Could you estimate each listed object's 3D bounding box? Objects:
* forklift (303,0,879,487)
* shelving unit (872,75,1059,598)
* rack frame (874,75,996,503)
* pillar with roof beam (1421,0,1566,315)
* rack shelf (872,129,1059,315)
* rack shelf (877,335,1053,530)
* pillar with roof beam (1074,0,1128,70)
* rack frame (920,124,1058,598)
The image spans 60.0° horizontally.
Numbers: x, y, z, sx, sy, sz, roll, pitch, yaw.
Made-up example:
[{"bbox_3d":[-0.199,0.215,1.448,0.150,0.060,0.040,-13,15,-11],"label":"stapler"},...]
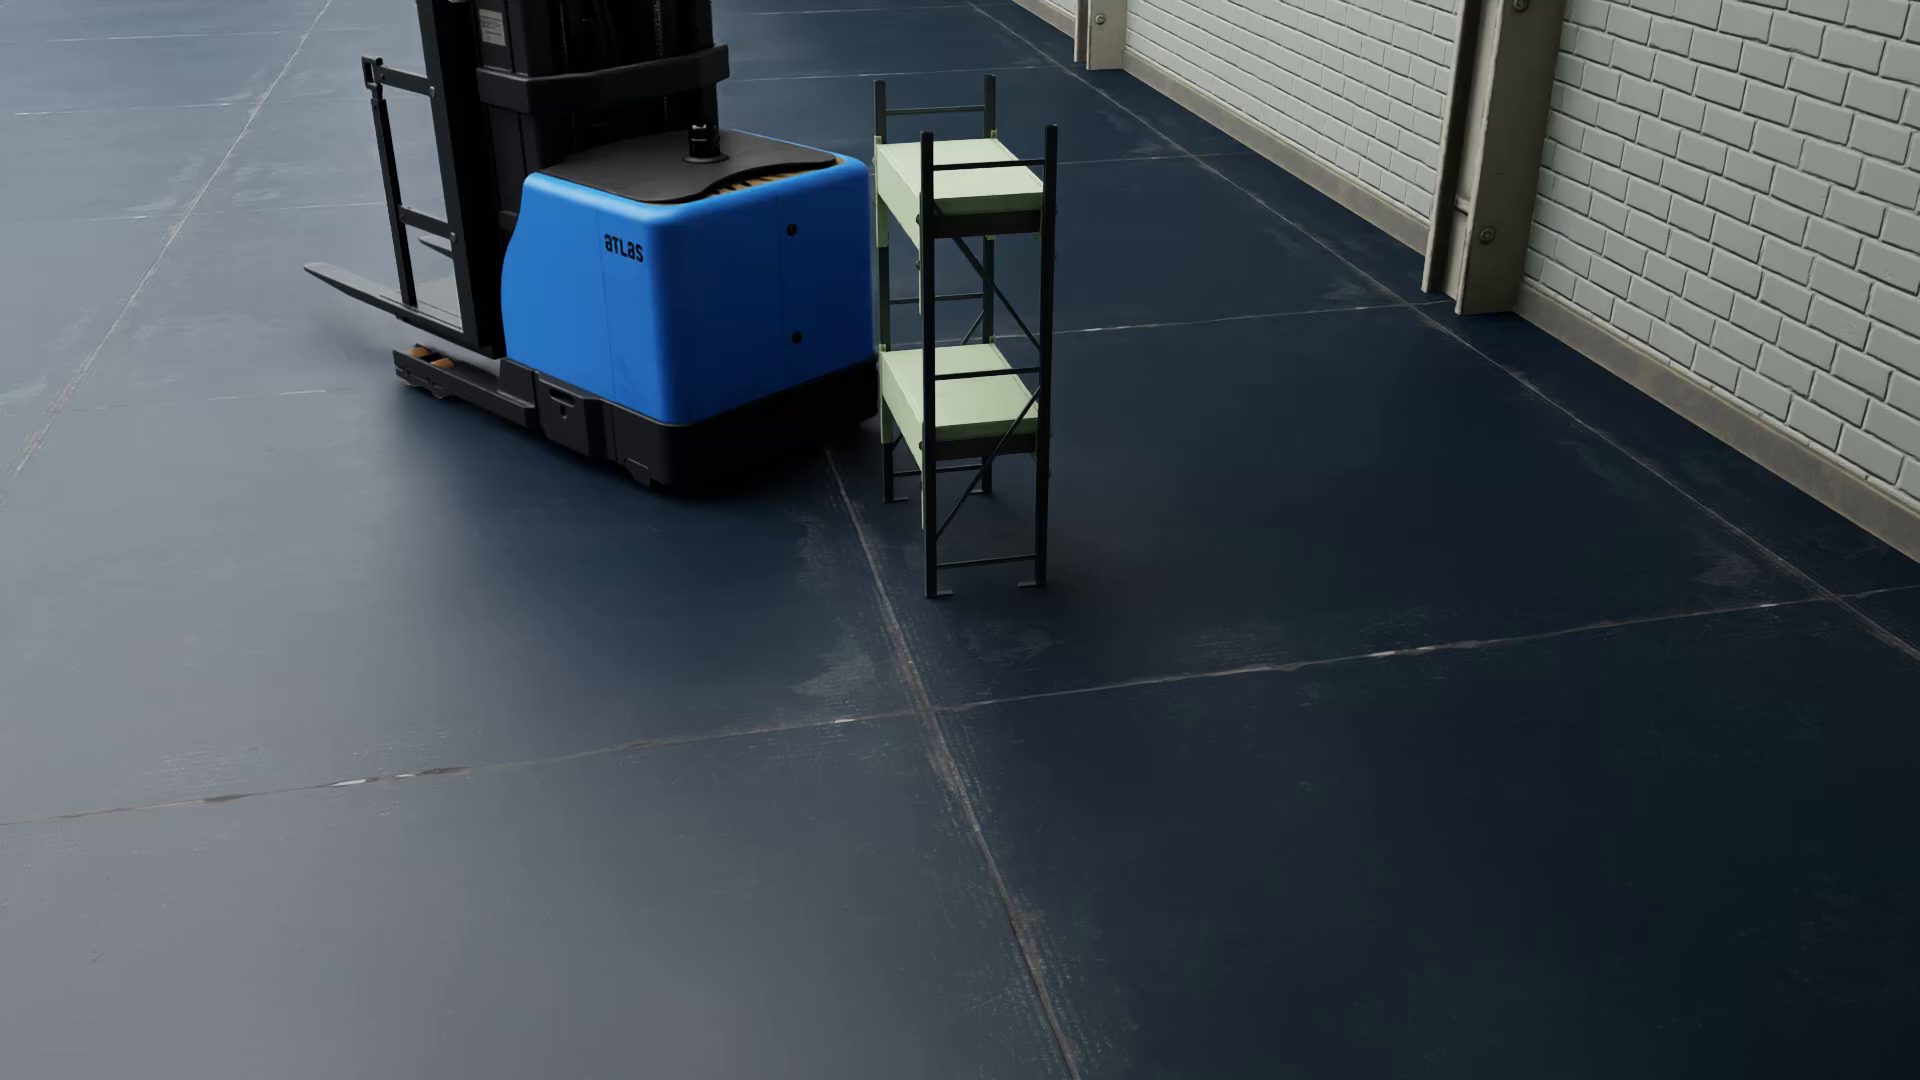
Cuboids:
[{"bbox_3d":[-1.747,-2.048,6.555,3.031,2.935,1.130,23,34,37],"label":"forklift"},{"bbox_3d":[0.002,-0.667,5.406,0.431,1.500,0.755,-6,27,-12],"label":"shelving unit"},{"bbox_3d":[-0.081,-0.827,5.725,0.400,1.500,0.023,-6,27,-12],"label":"rack frame"},{"bbox_3d":[-1.728,-4.745,5.165,9.100,9.000,0.400,-6,27,-12],"label":"pillar with roof beam"},{"bbox_3d":[0.002,-1.015,5.230,0.431,0.370,0.720,-6,27,-12],"label":"rack shelf"},{"bbox_3d":[0.002,-0.376,5.553,0.431,0.370,0.720,-6,27,-12],"label":"rack shelf"},{"bbox_3d":[-3.080,-7.379,10.383,9.100,9.000,0.400,-6,27,-12],"label":"pillar with roof beam"},{"bbox_3d":[0.084,-0.506,5.088,0.400,1.500,0.023,-6,27,-12],"label":"rack frame"}]
